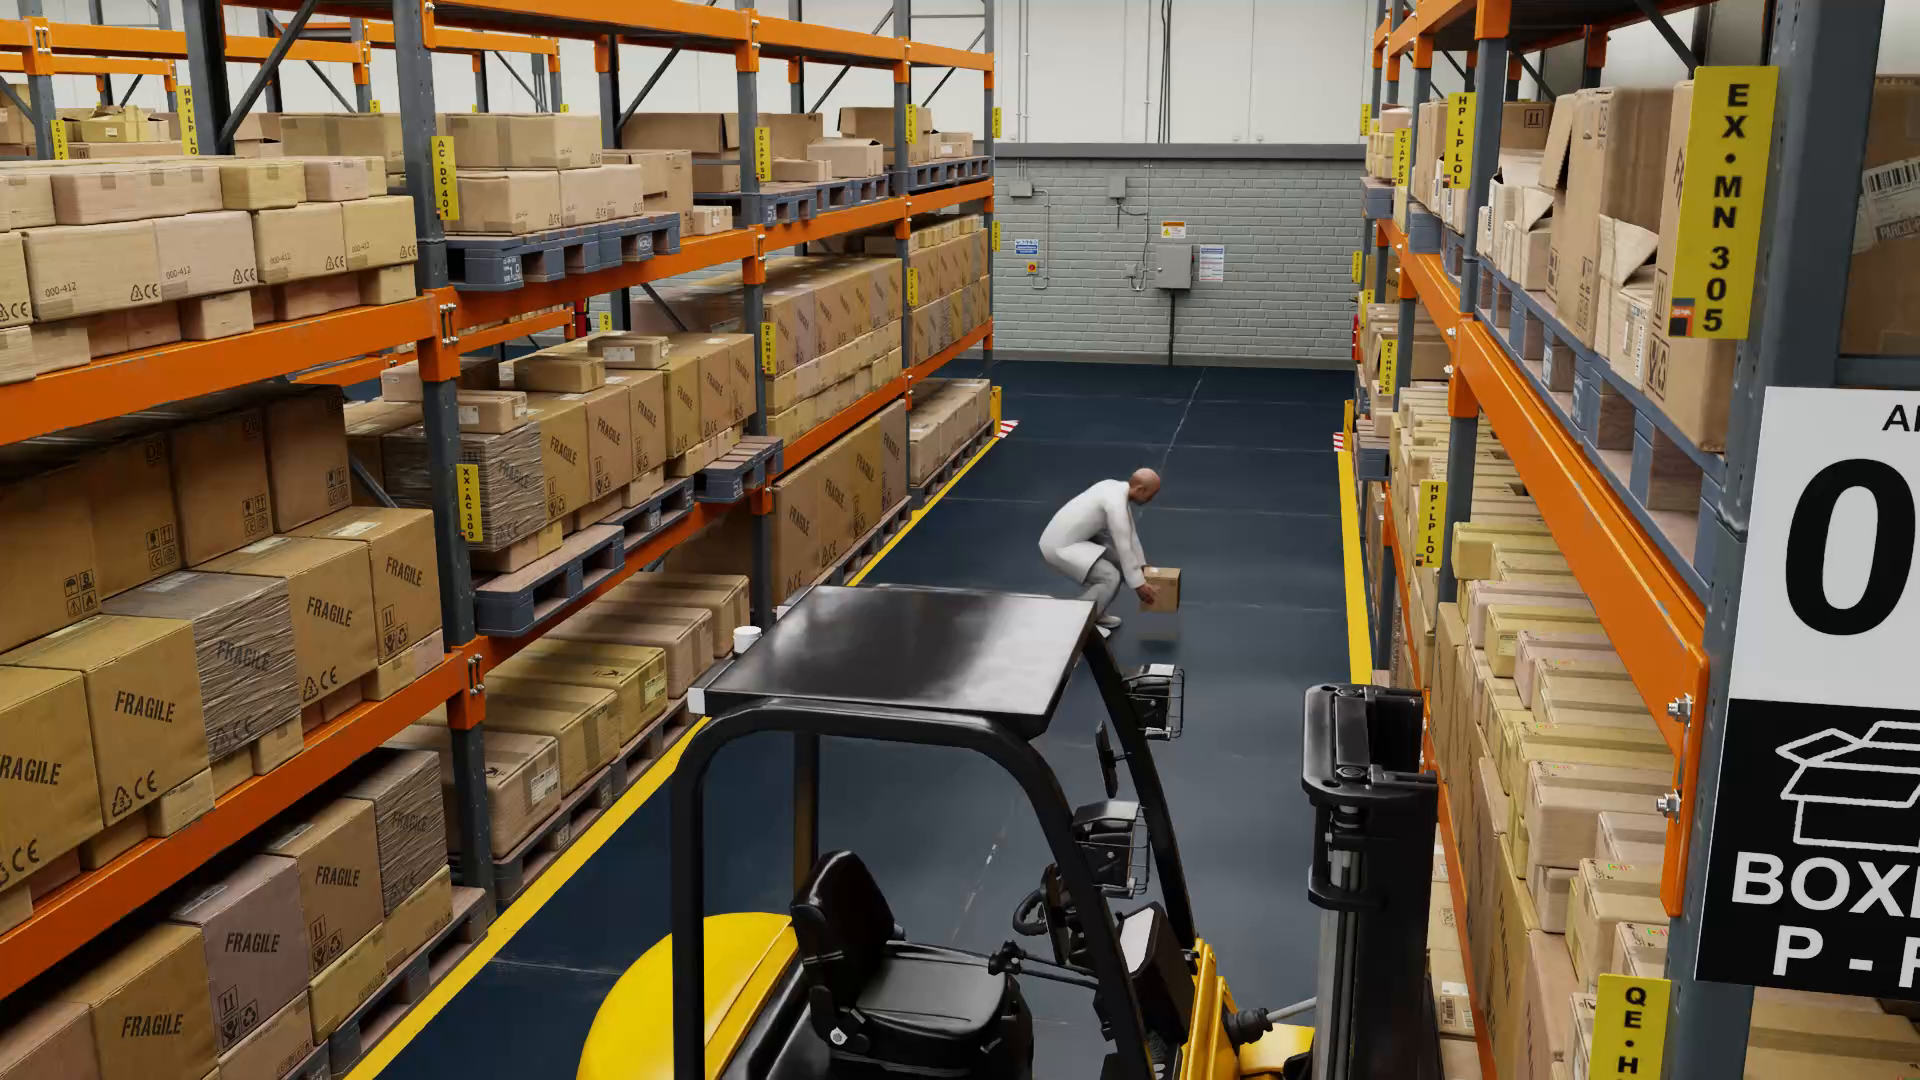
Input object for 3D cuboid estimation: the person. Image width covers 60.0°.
[{"bbox_3d":[0.968,0.118,11.509,0.835,1.069,0.623,3,15,11],"label":"person"}]
